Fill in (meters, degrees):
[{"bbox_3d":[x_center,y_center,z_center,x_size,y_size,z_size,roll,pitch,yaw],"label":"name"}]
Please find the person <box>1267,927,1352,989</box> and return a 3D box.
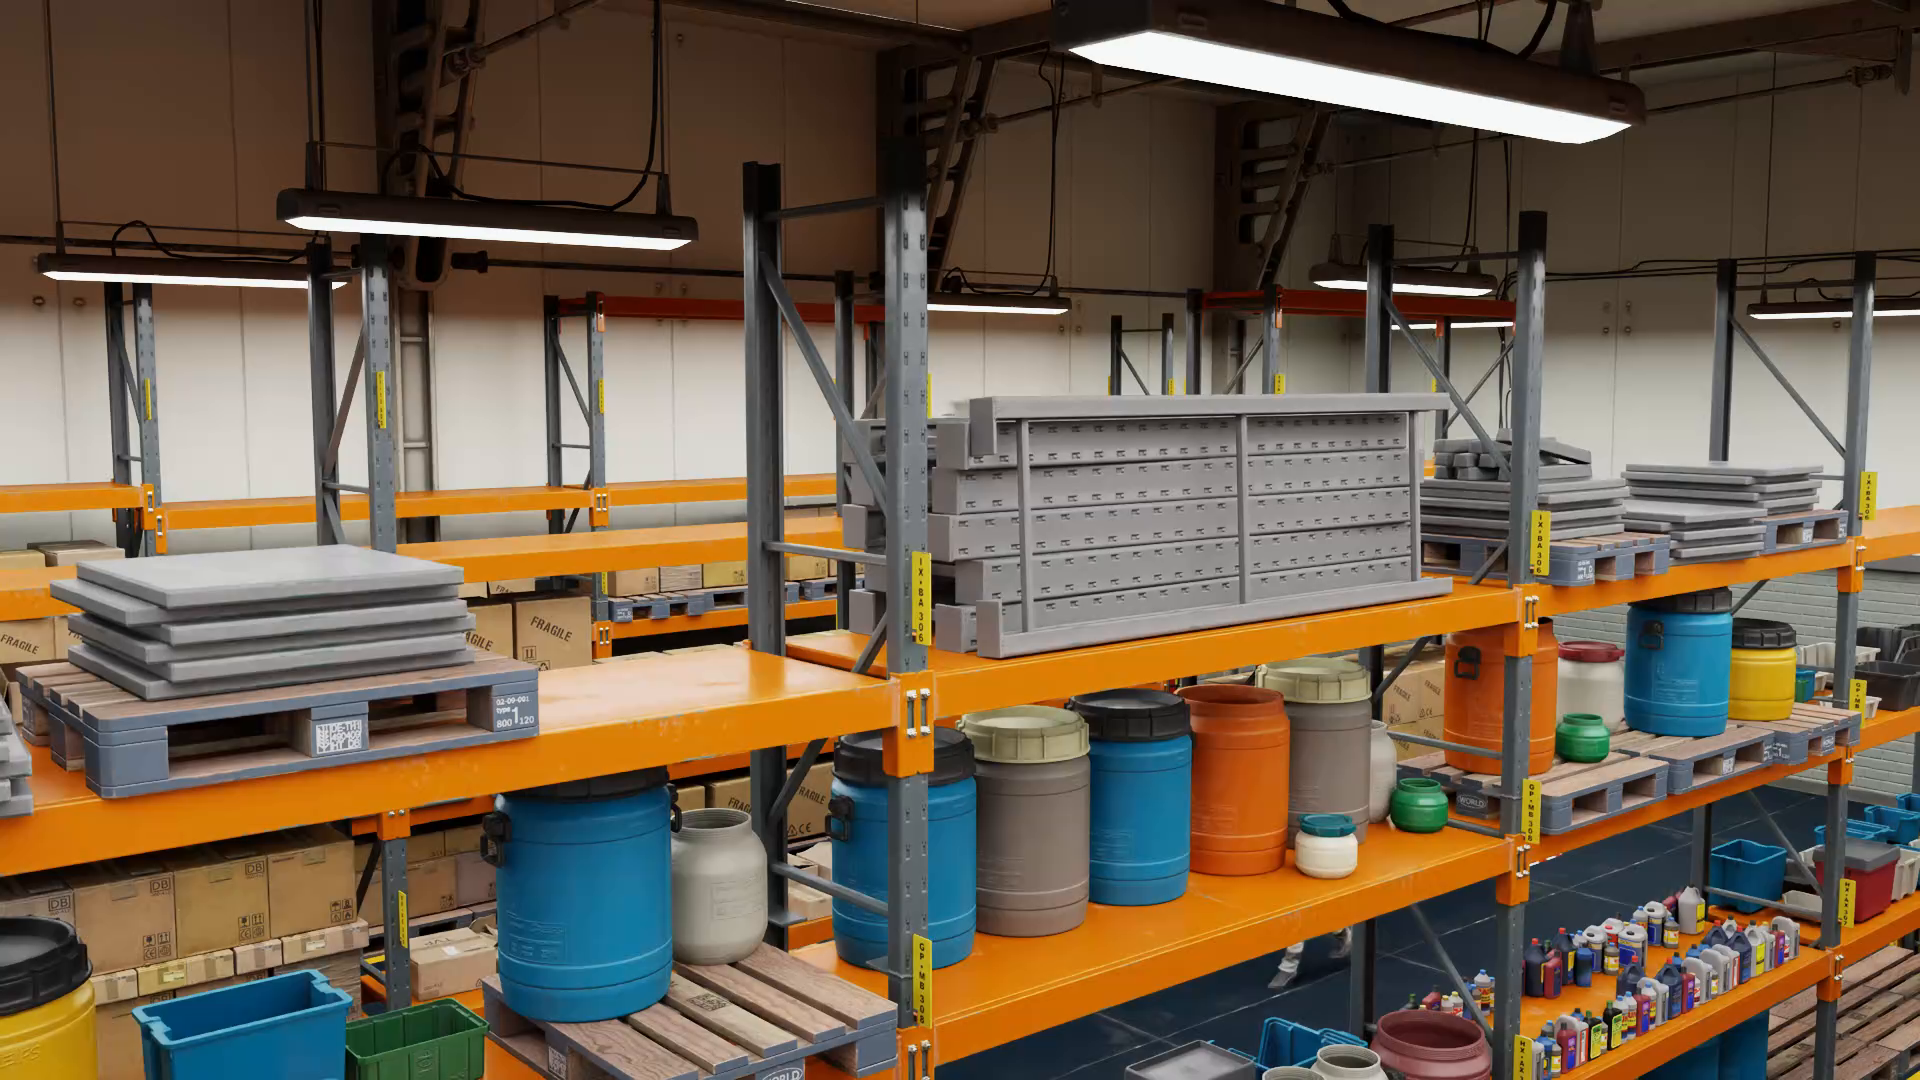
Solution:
[{"bbox_3d":[3.072,2.962,14.329,1.047,1.737,0.706,-4,7,-33],"label":"person"}]
